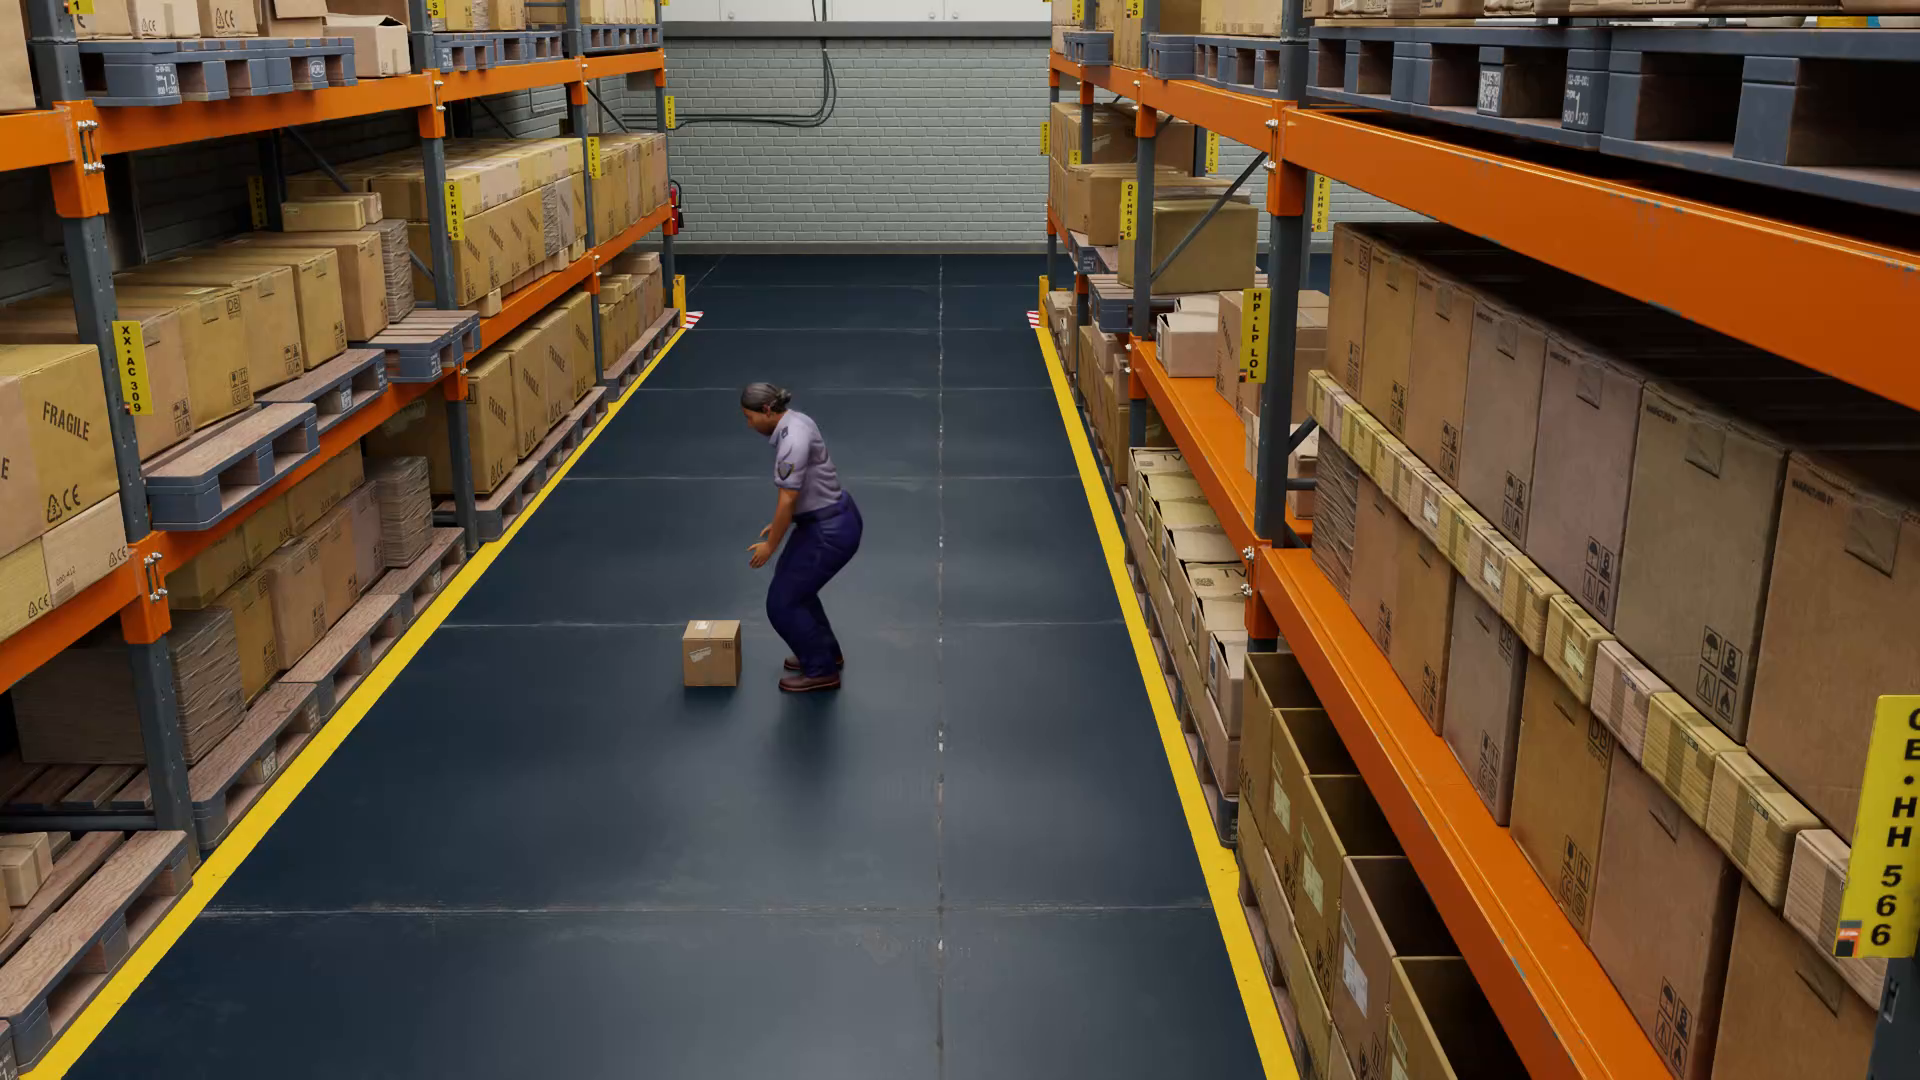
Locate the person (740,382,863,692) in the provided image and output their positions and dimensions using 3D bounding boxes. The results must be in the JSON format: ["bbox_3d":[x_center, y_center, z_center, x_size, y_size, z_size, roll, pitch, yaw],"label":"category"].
[{"bbox_3d":[-0.744,-0.017,7.935,0.552,1.478,0.525,0,17,0],"label":"person"}]
